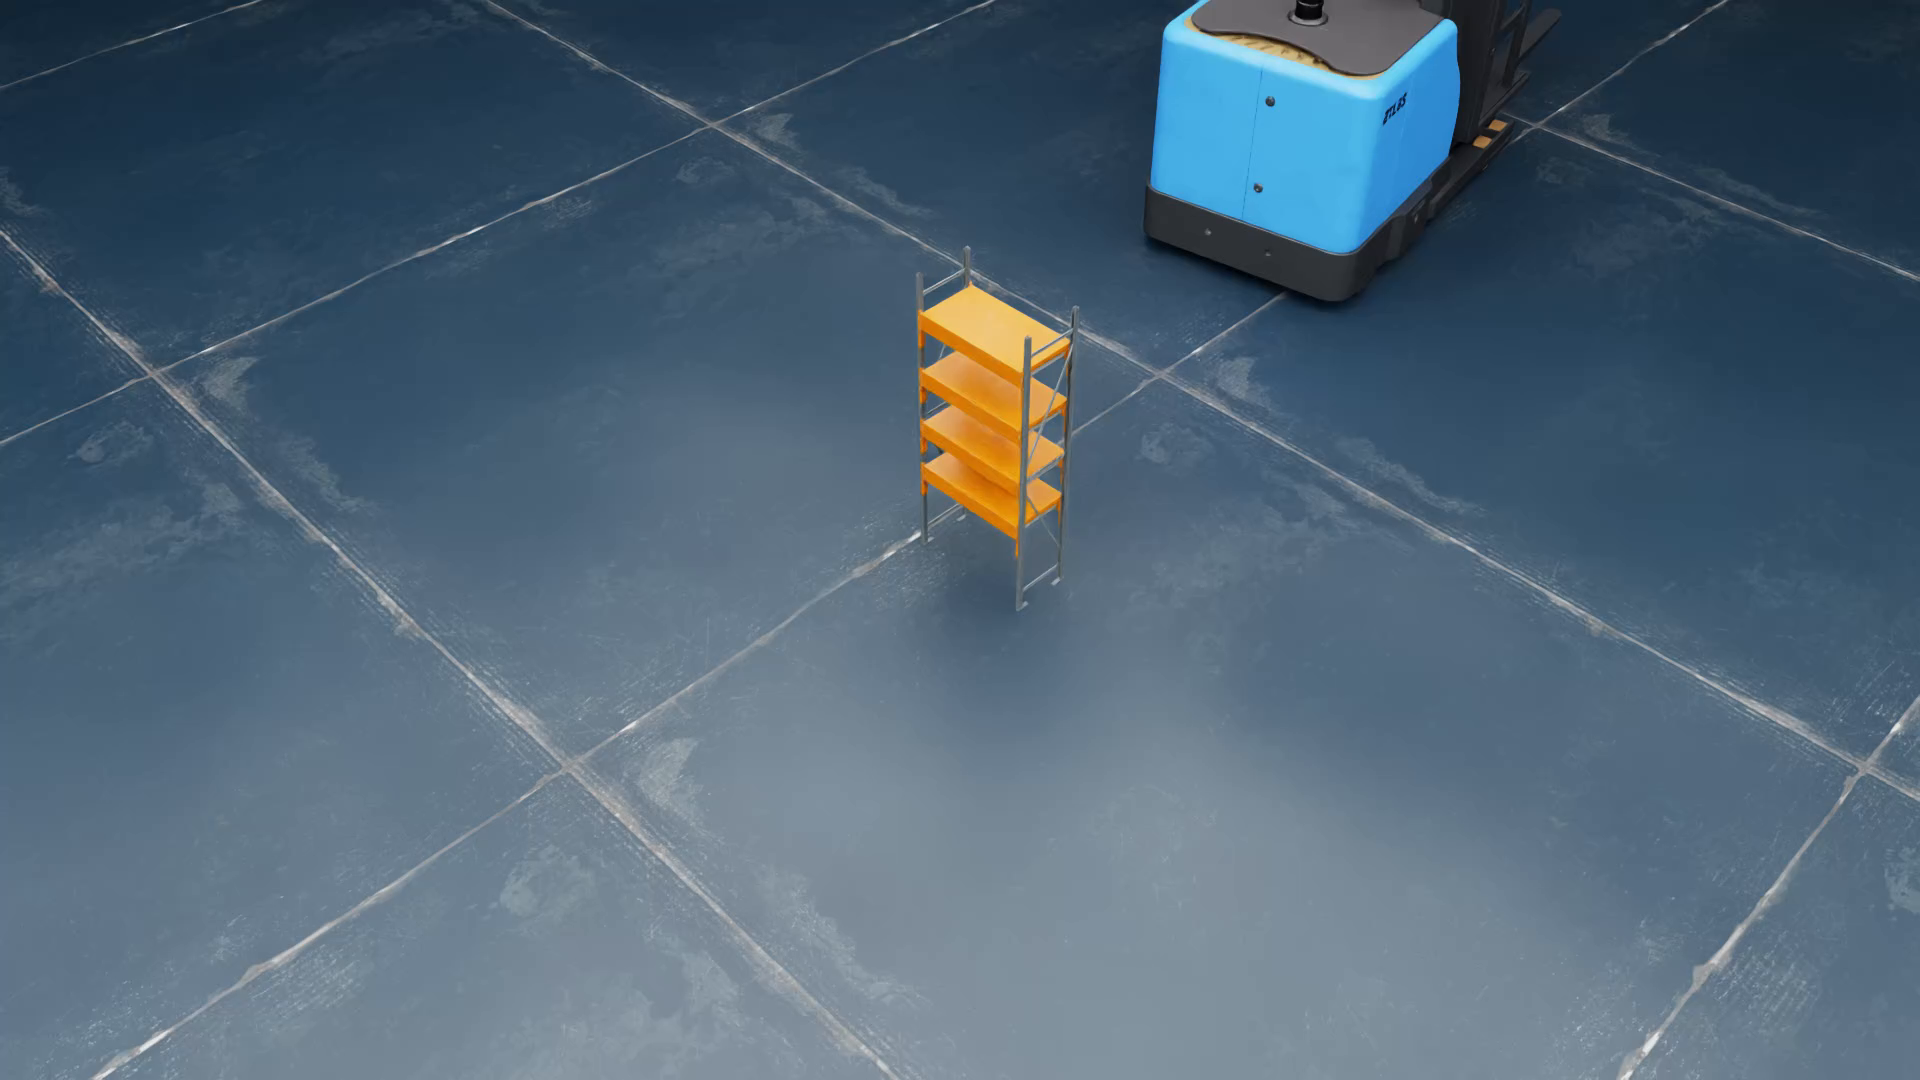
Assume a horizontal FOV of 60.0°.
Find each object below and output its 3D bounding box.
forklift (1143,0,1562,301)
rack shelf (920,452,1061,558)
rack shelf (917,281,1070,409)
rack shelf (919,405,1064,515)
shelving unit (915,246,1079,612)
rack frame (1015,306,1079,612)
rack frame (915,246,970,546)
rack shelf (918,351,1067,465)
[{"bbox_3d":[2.114,-3.080,7.423,1.130,2.935,3.031,26,49,25],"label":"forklift"},{"bbox_3d":[0.117,-0.166,5.937,0.258,0.148,0.480,-34,53,-31],"label":"rack shelf"},{"bbox_3d":[0.117,-0.650,5.490,0.258,0.148,0.480,-34,53,-31],"label":"rack shelf"},{"bbox_3d":[0.117,-0.312,5.802,0.258,0.148,0.480,-34,53,-31],"label":"rack shelf"},{"bbox_3d":[0.117,-0.361,5.757,0.258,1.200,0.503,-34,53,-31],"label":"shelving unit"},{"bbox_3d":[0.289,-0.244,5.630,0.240,1.200,0.015,-34,53,-31],"label":"rack frame"},{"bbox_3d":[-0.055,-0.478,5.884,0.240,1.200,0.015,-34,53,-31],"label":"rack frame"},{"bbox_3d":[0.117,-0.476,5.651,0.258,0.148,0.480,-34,53,-31],"label":"rack shelf"}]
